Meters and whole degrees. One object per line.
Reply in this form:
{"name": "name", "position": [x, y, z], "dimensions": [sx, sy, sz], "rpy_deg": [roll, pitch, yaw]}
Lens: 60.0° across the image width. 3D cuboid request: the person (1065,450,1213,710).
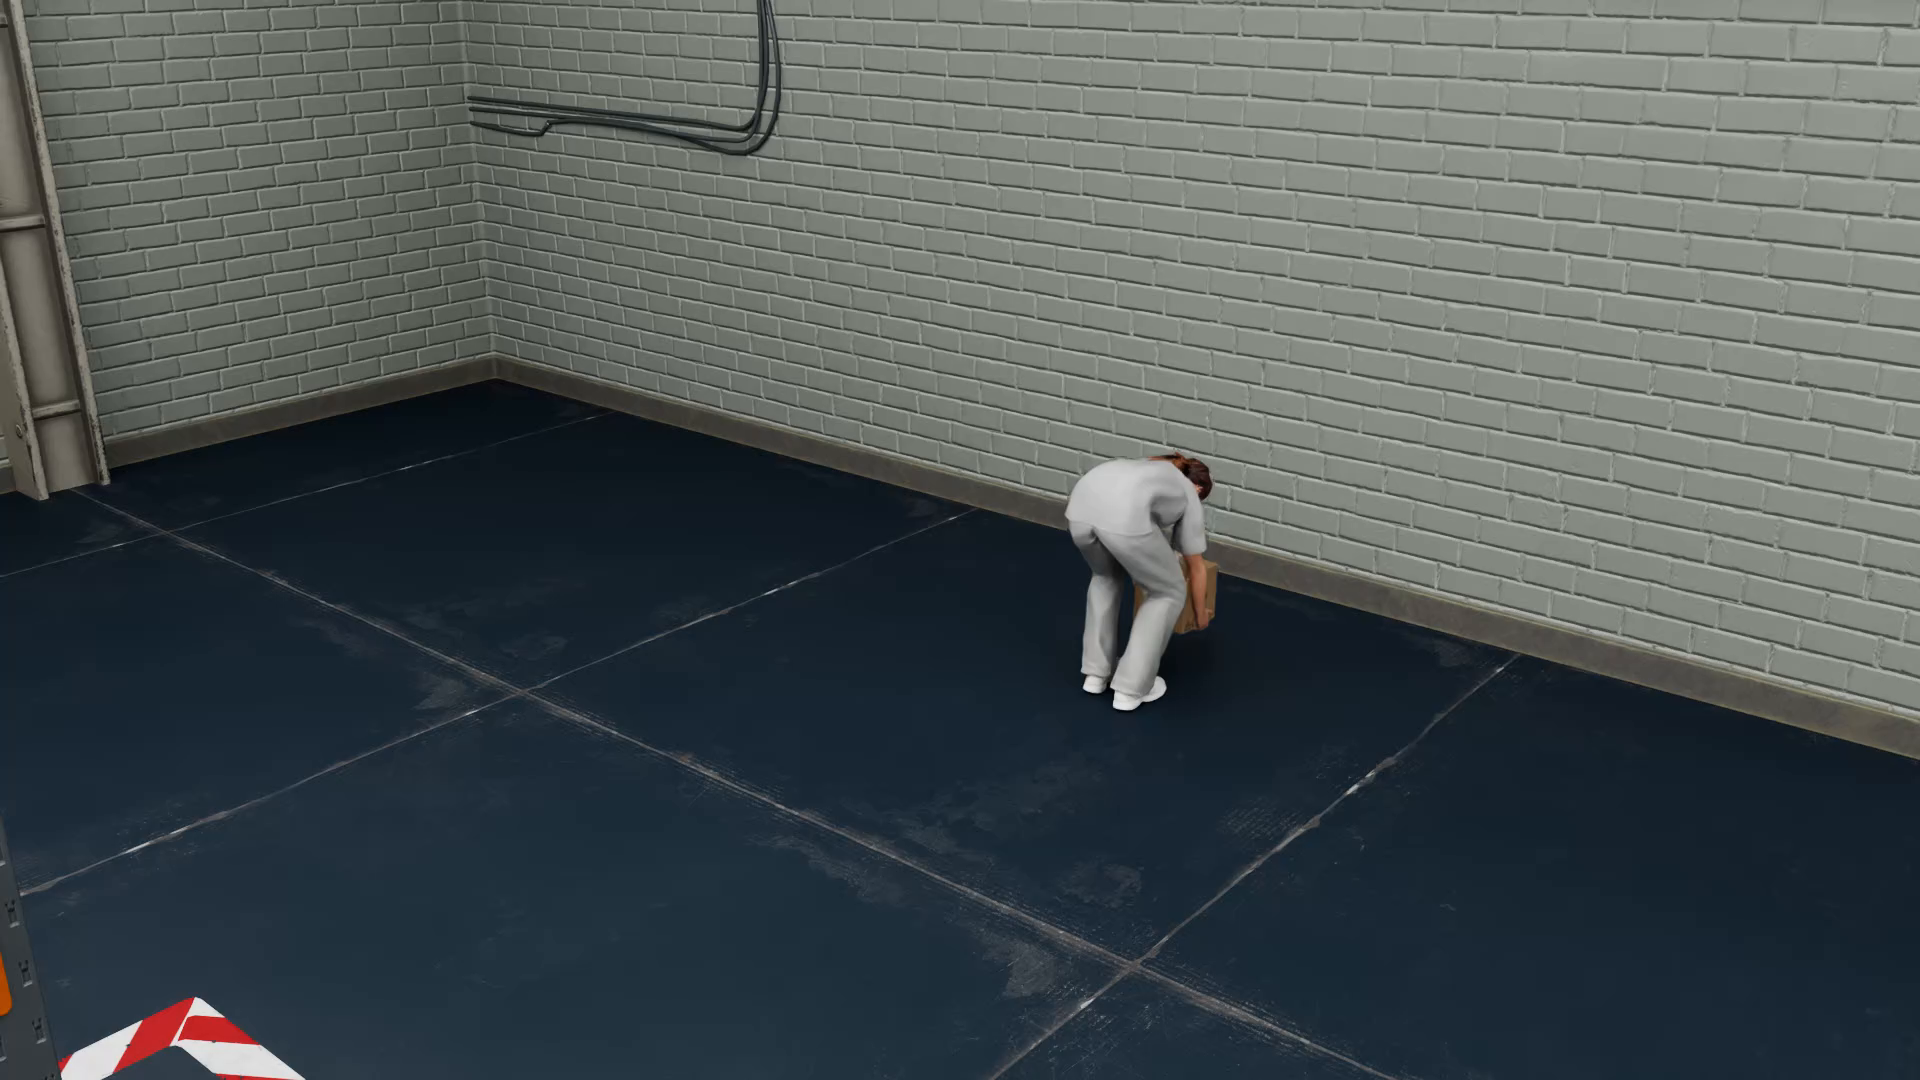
{"name": "person", "position": [0.759, 0.113, 6.765], "dimensions": [0.438, 0.986, 0.864], "rpy_deg": [15, 25, 34]}
